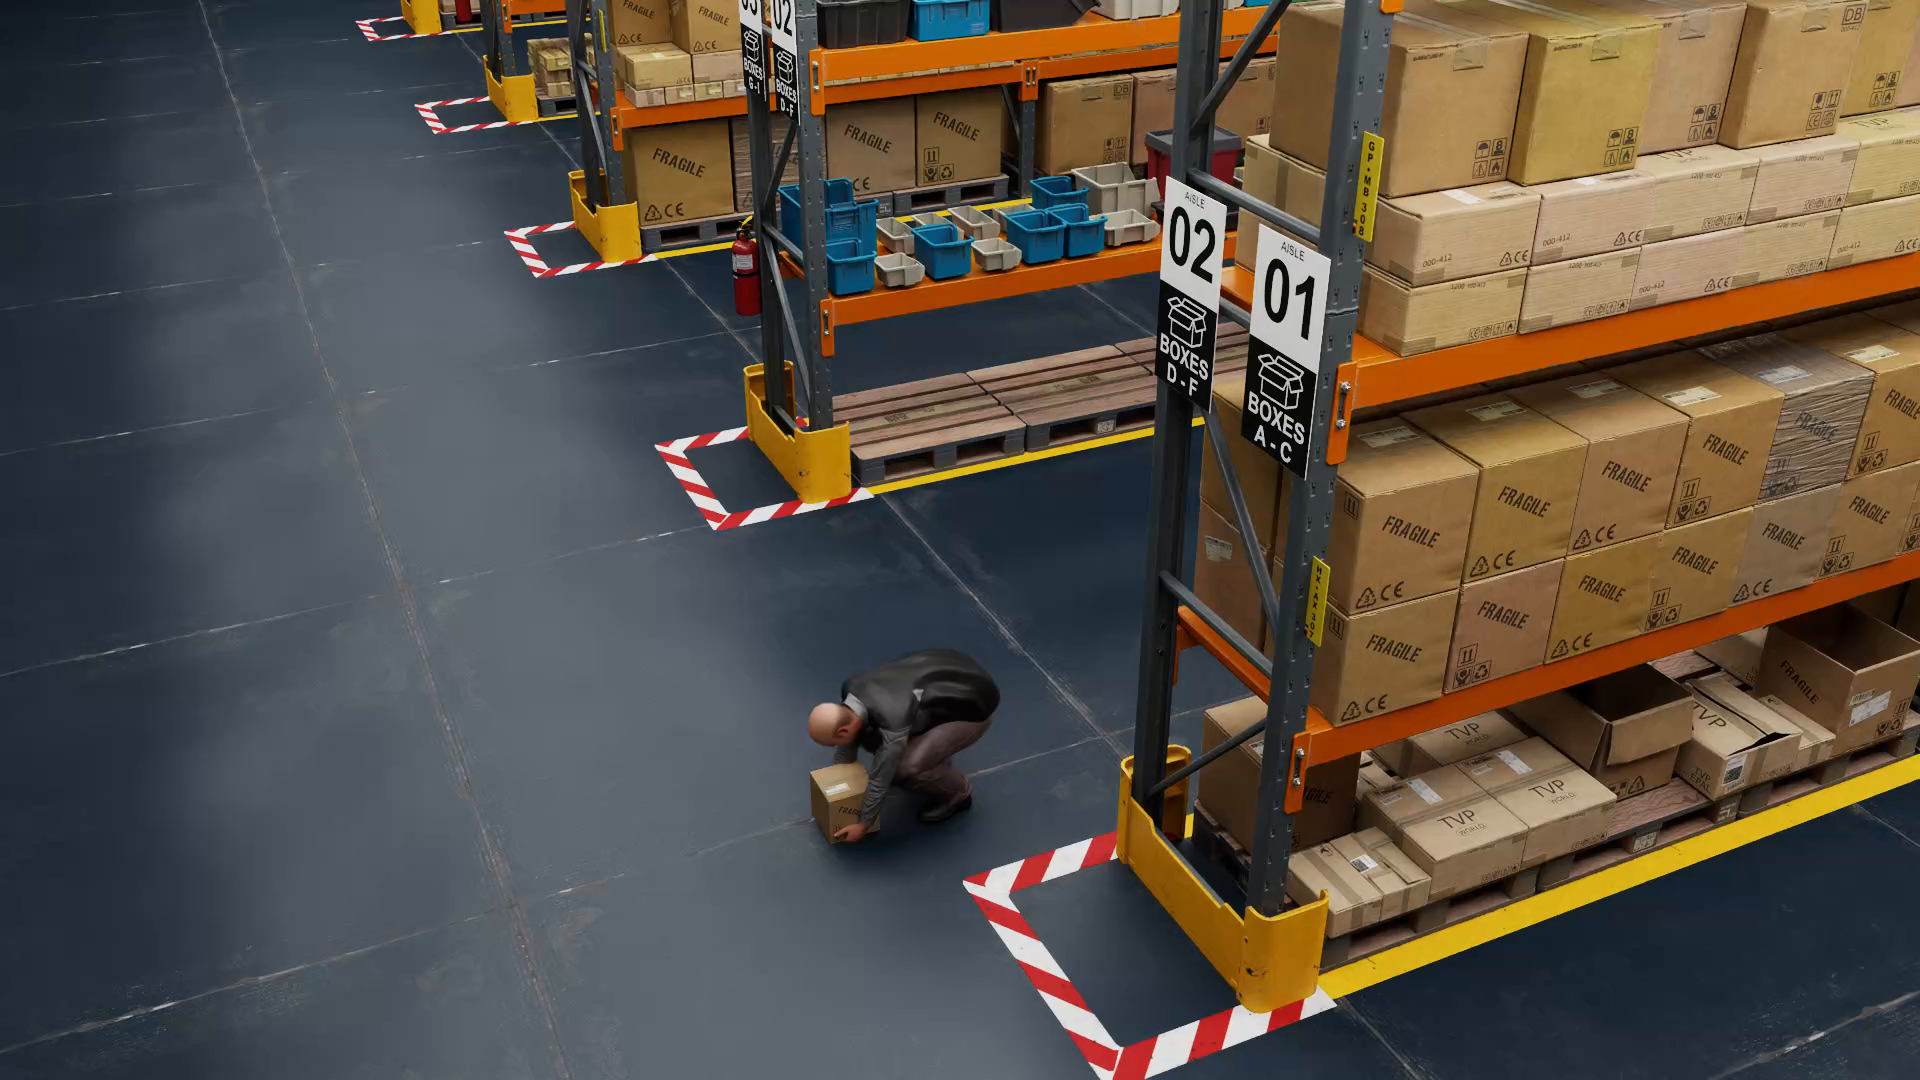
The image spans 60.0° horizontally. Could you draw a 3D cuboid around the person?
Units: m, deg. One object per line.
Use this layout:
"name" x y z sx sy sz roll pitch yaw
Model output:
"person" -0.272 0.945 7.786 0.945 0.786 0.506 -15 33 -25
